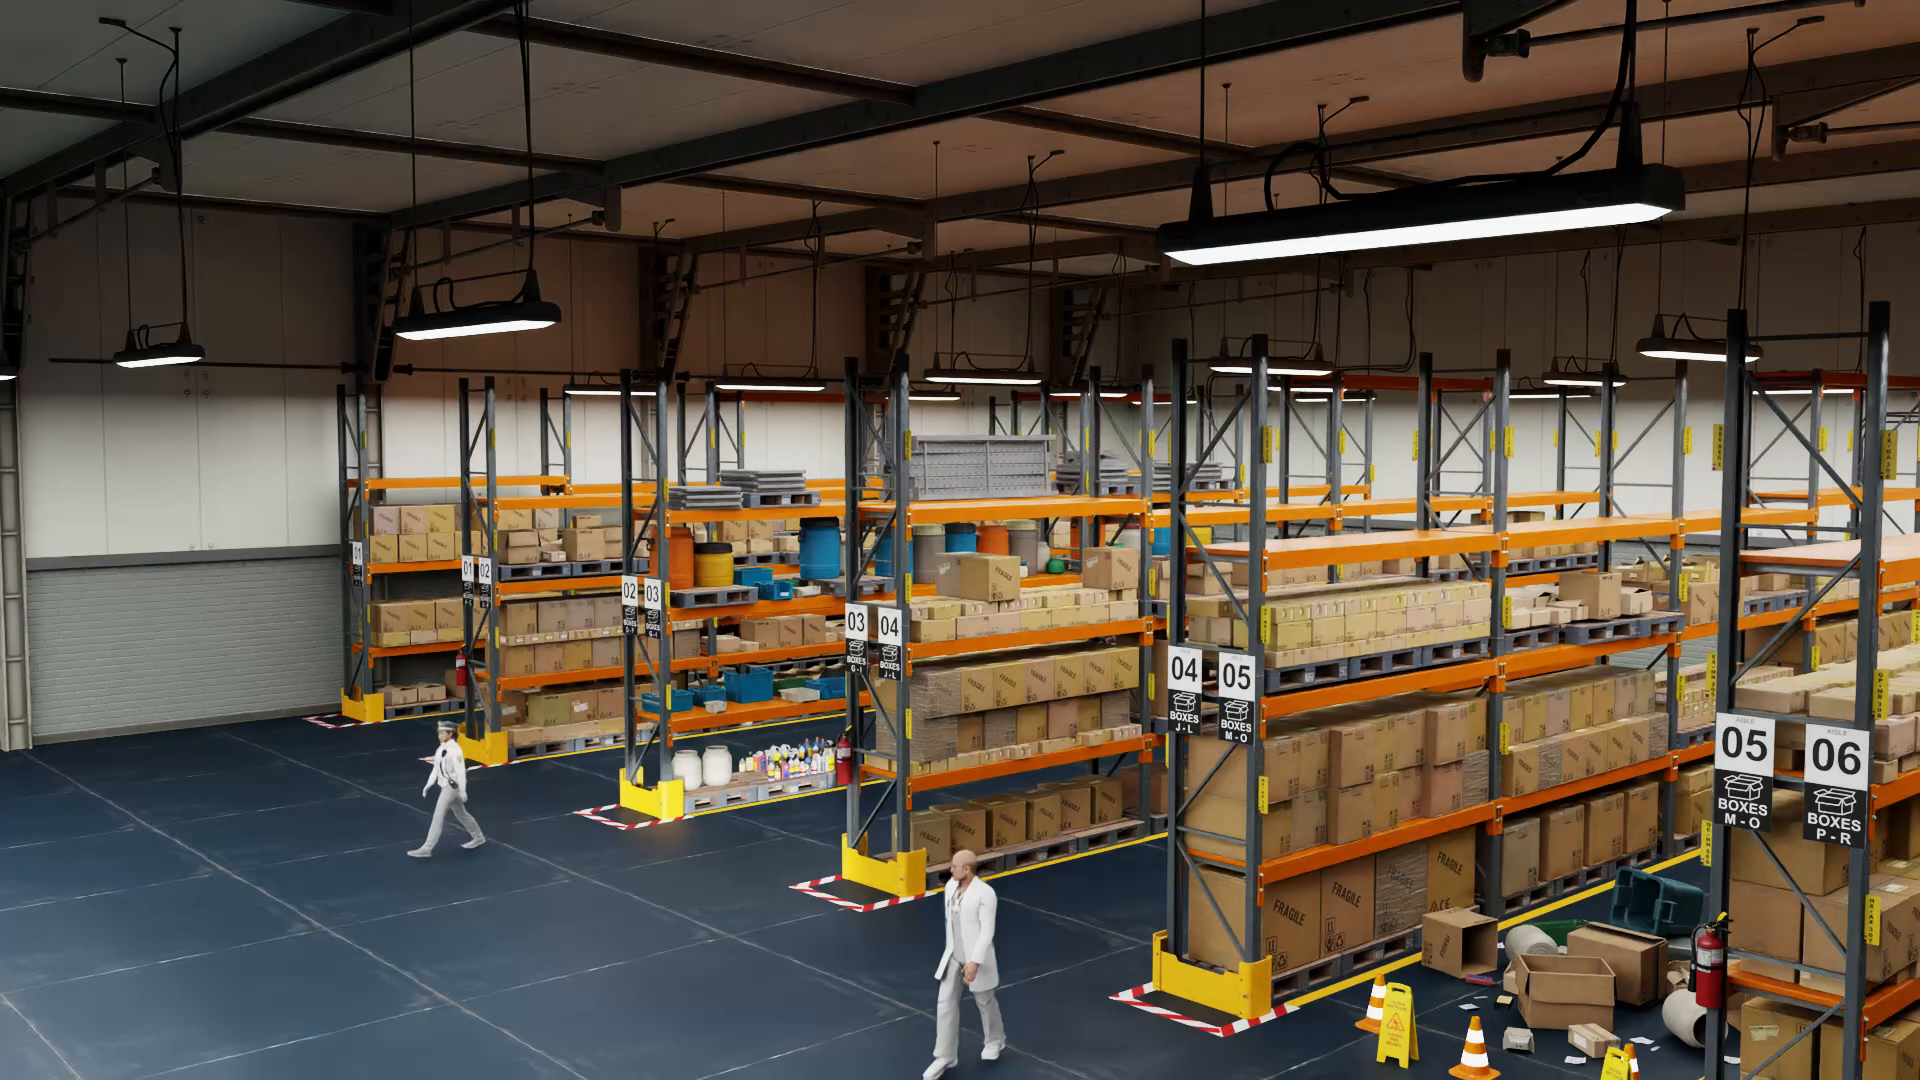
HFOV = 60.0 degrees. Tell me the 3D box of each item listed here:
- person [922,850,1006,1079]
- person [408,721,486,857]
[{"bbox_3d":[0.040,3.396,13.470,0.606,1.783,0.903,3,5,38],"label":"person"},{"bbox_3d":[-6.273,3.005,20.259,1.007,1.622,0.510,-2,4,-31],"label":"person"}]
